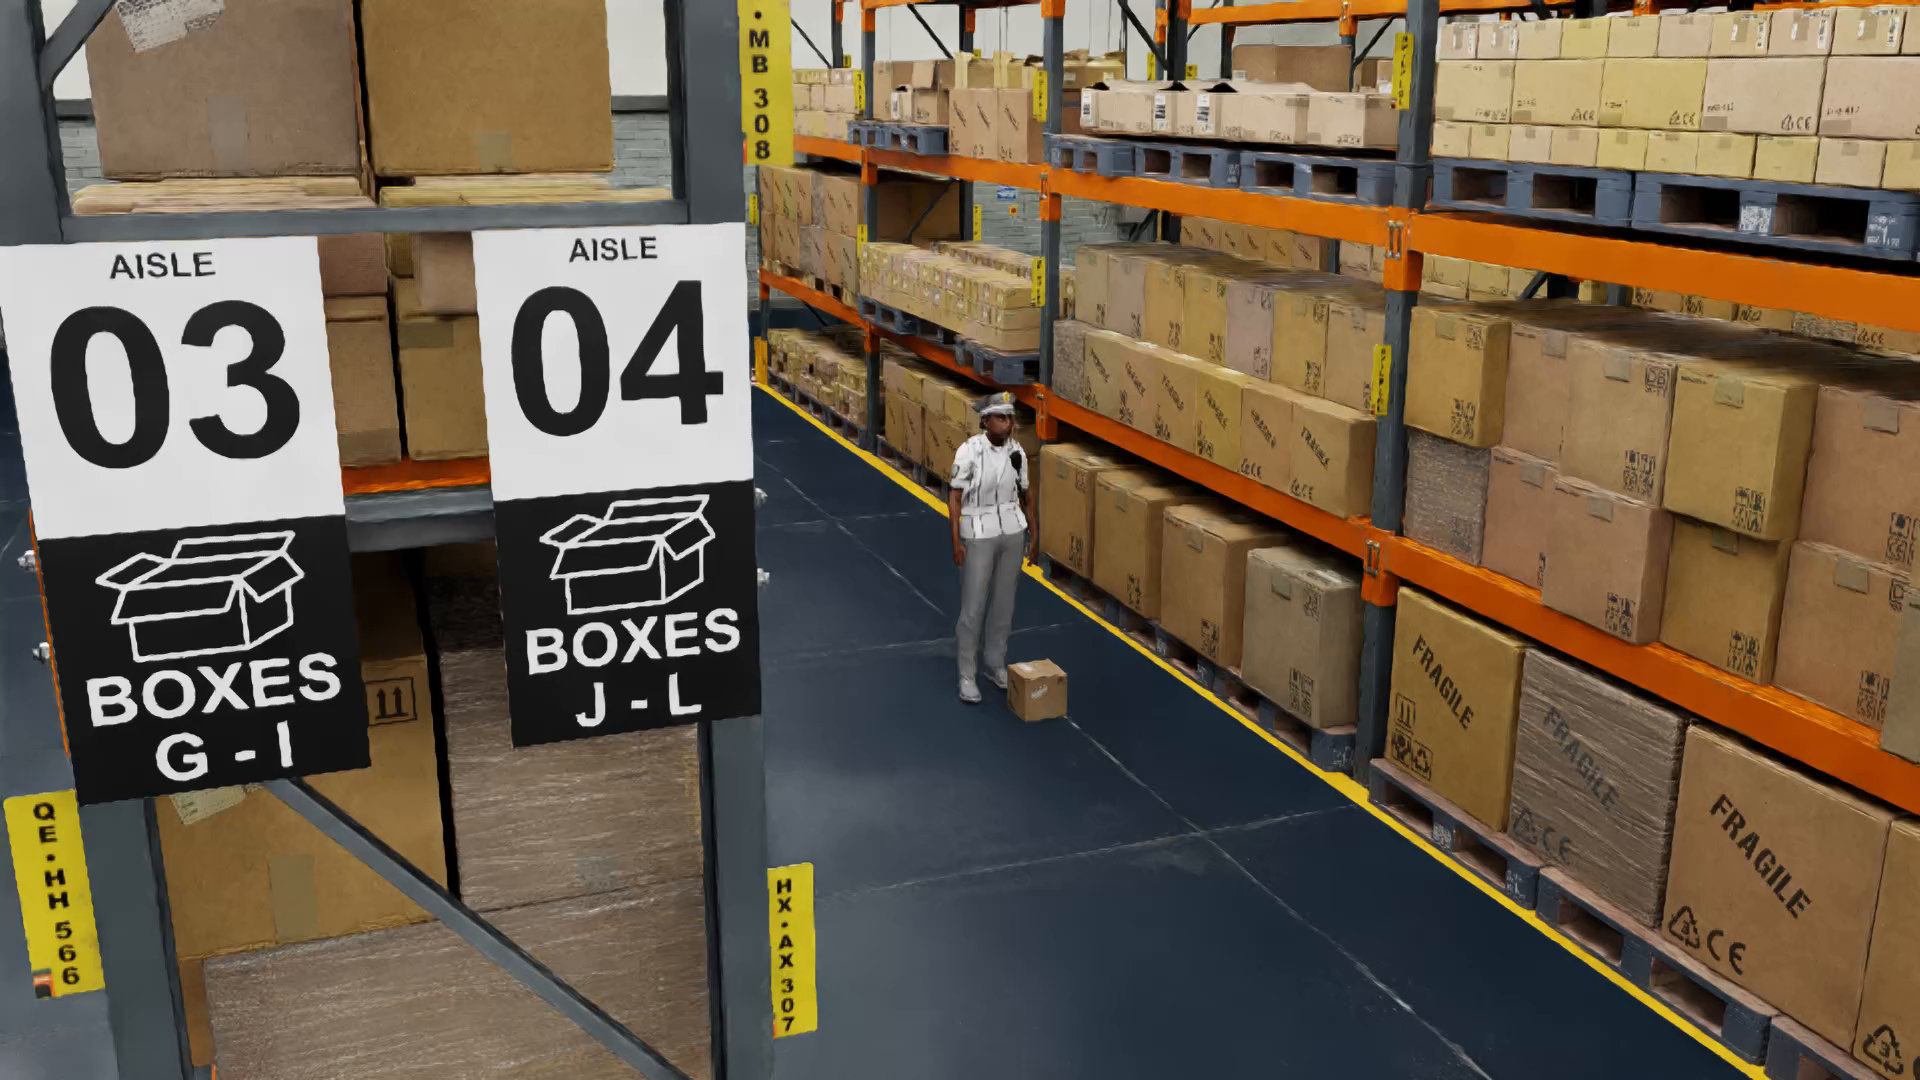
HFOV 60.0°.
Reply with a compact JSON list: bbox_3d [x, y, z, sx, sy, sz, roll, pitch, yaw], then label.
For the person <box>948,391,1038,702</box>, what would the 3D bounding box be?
[{"bbox_3d":[0.201,0.011,9.391,0.572,1.695,0.531,-6,17,-22],"label":"person"}]
